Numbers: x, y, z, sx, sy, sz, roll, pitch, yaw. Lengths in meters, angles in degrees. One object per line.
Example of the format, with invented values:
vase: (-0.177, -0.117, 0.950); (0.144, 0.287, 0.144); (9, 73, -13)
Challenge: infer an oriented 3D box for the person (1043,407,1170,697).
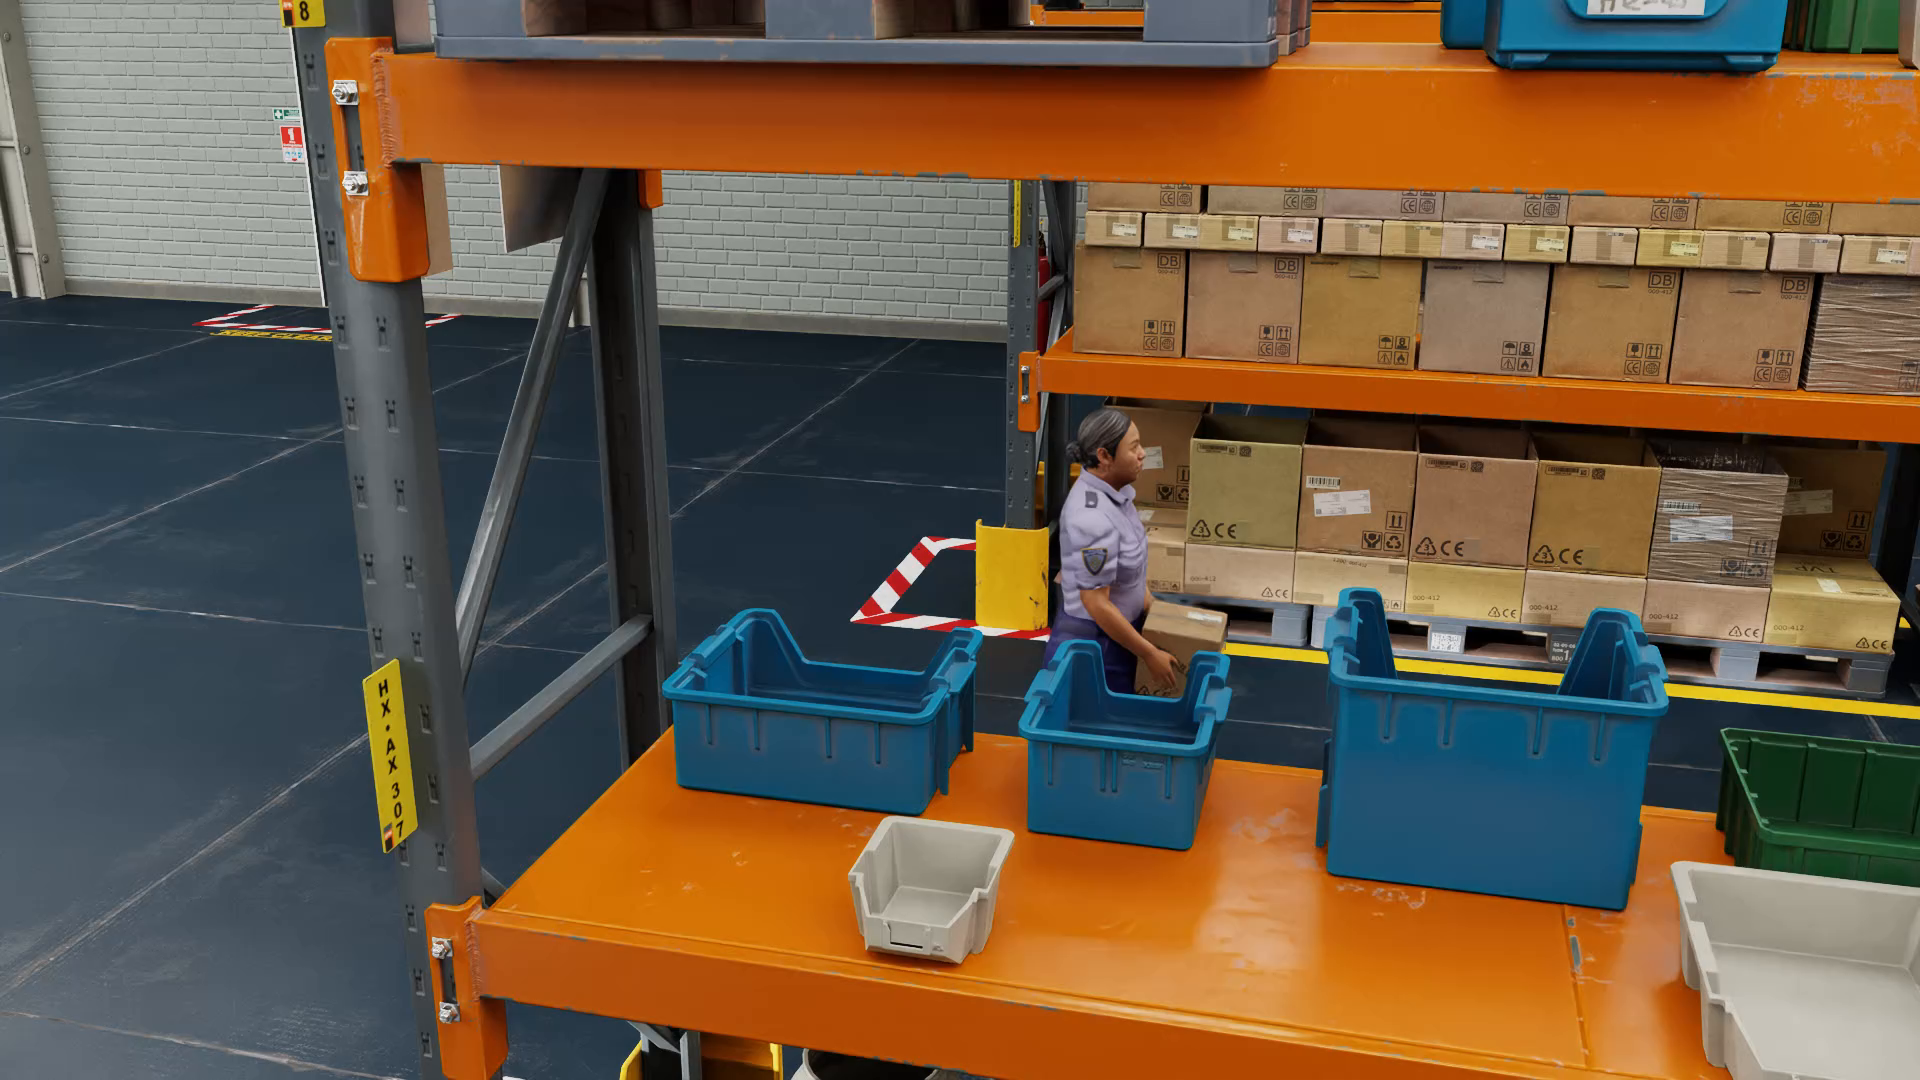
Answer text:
person: (0.497, 0.379, 5.423); (0.421, 1.656, 0.510); (4, 19, 13)
